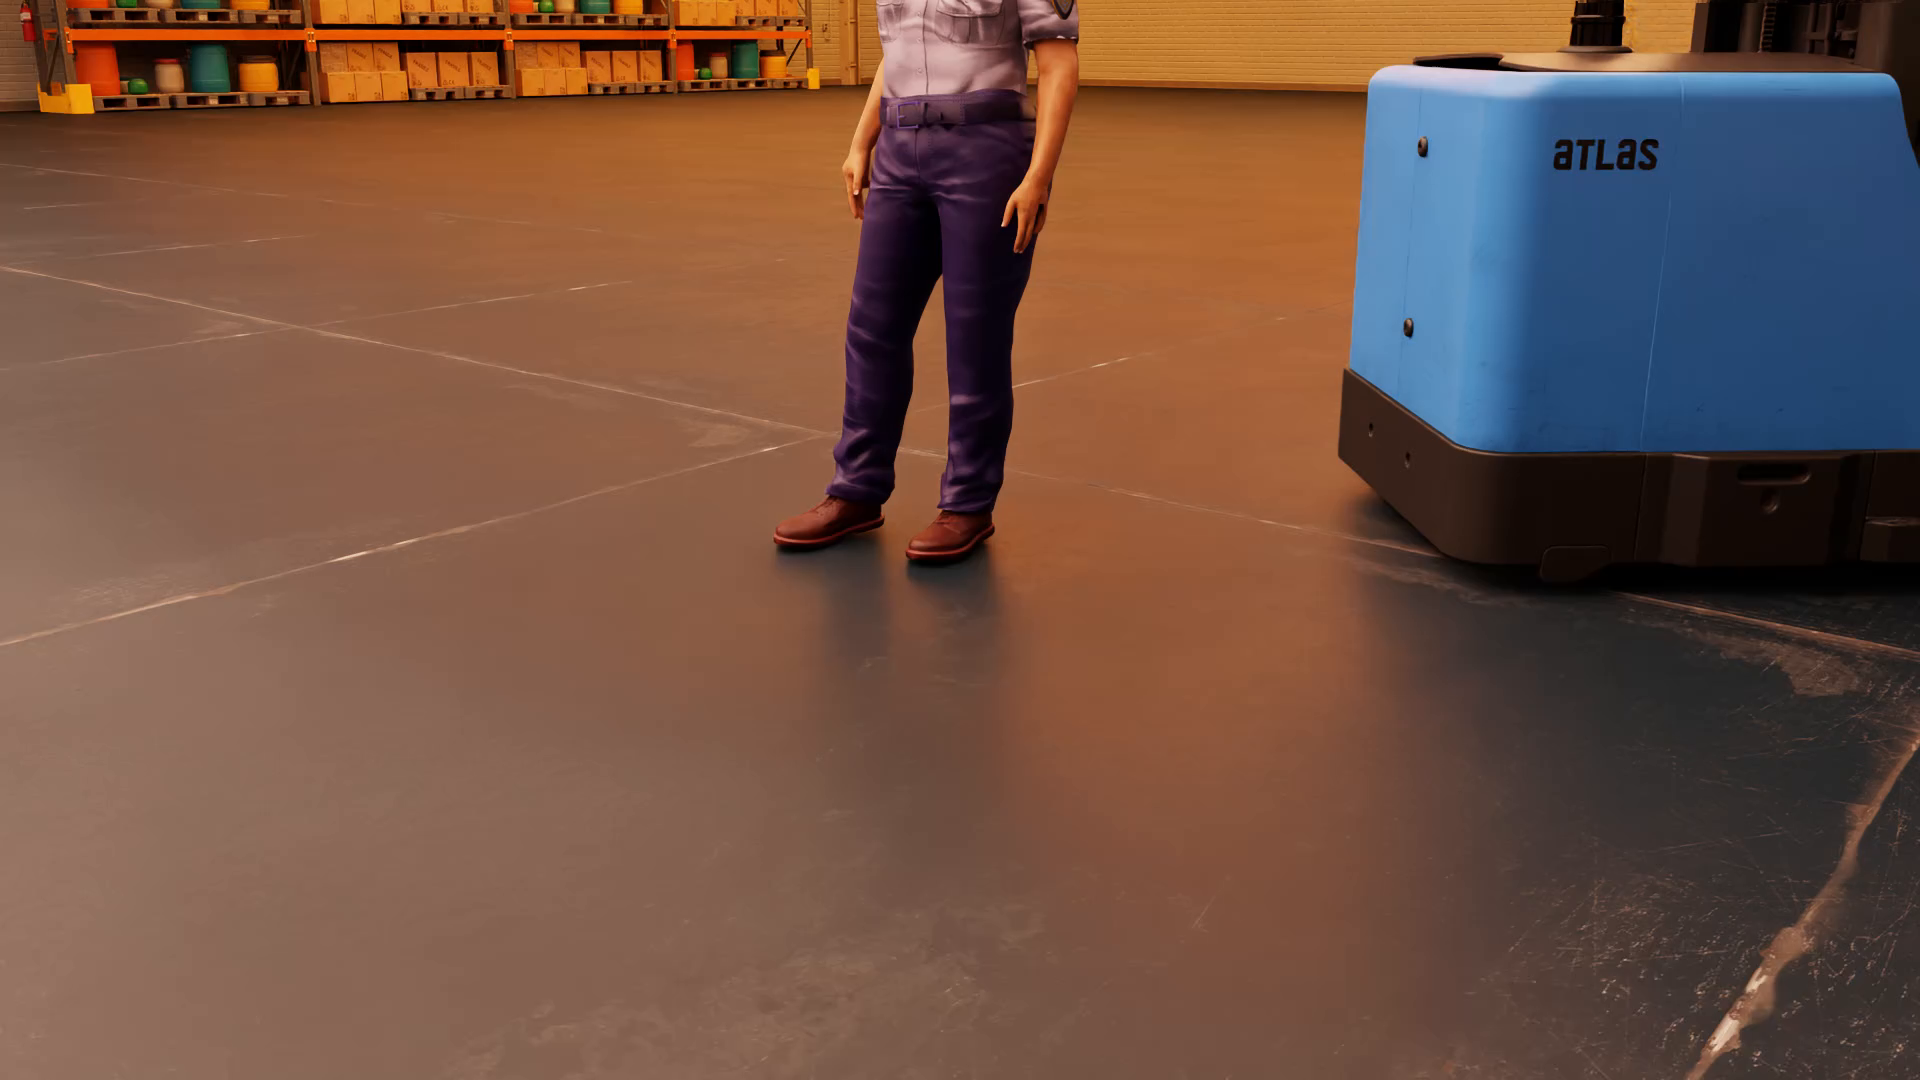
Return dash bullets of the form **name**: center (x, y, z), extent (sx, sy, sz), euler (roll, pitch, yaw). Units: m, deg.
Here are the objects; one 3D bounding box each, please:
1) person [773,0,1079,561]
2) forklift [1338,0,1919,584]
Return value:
- **person**: center (-0.075, -0.780, 3.648), extent (0.598, 1.651, 0.502), euler (13, 21, 37)
- **forklift**: center (2.538, -1.450, 3.674), extent (3.031, 2.935, 1.130), euler (-1, 17, -2)
